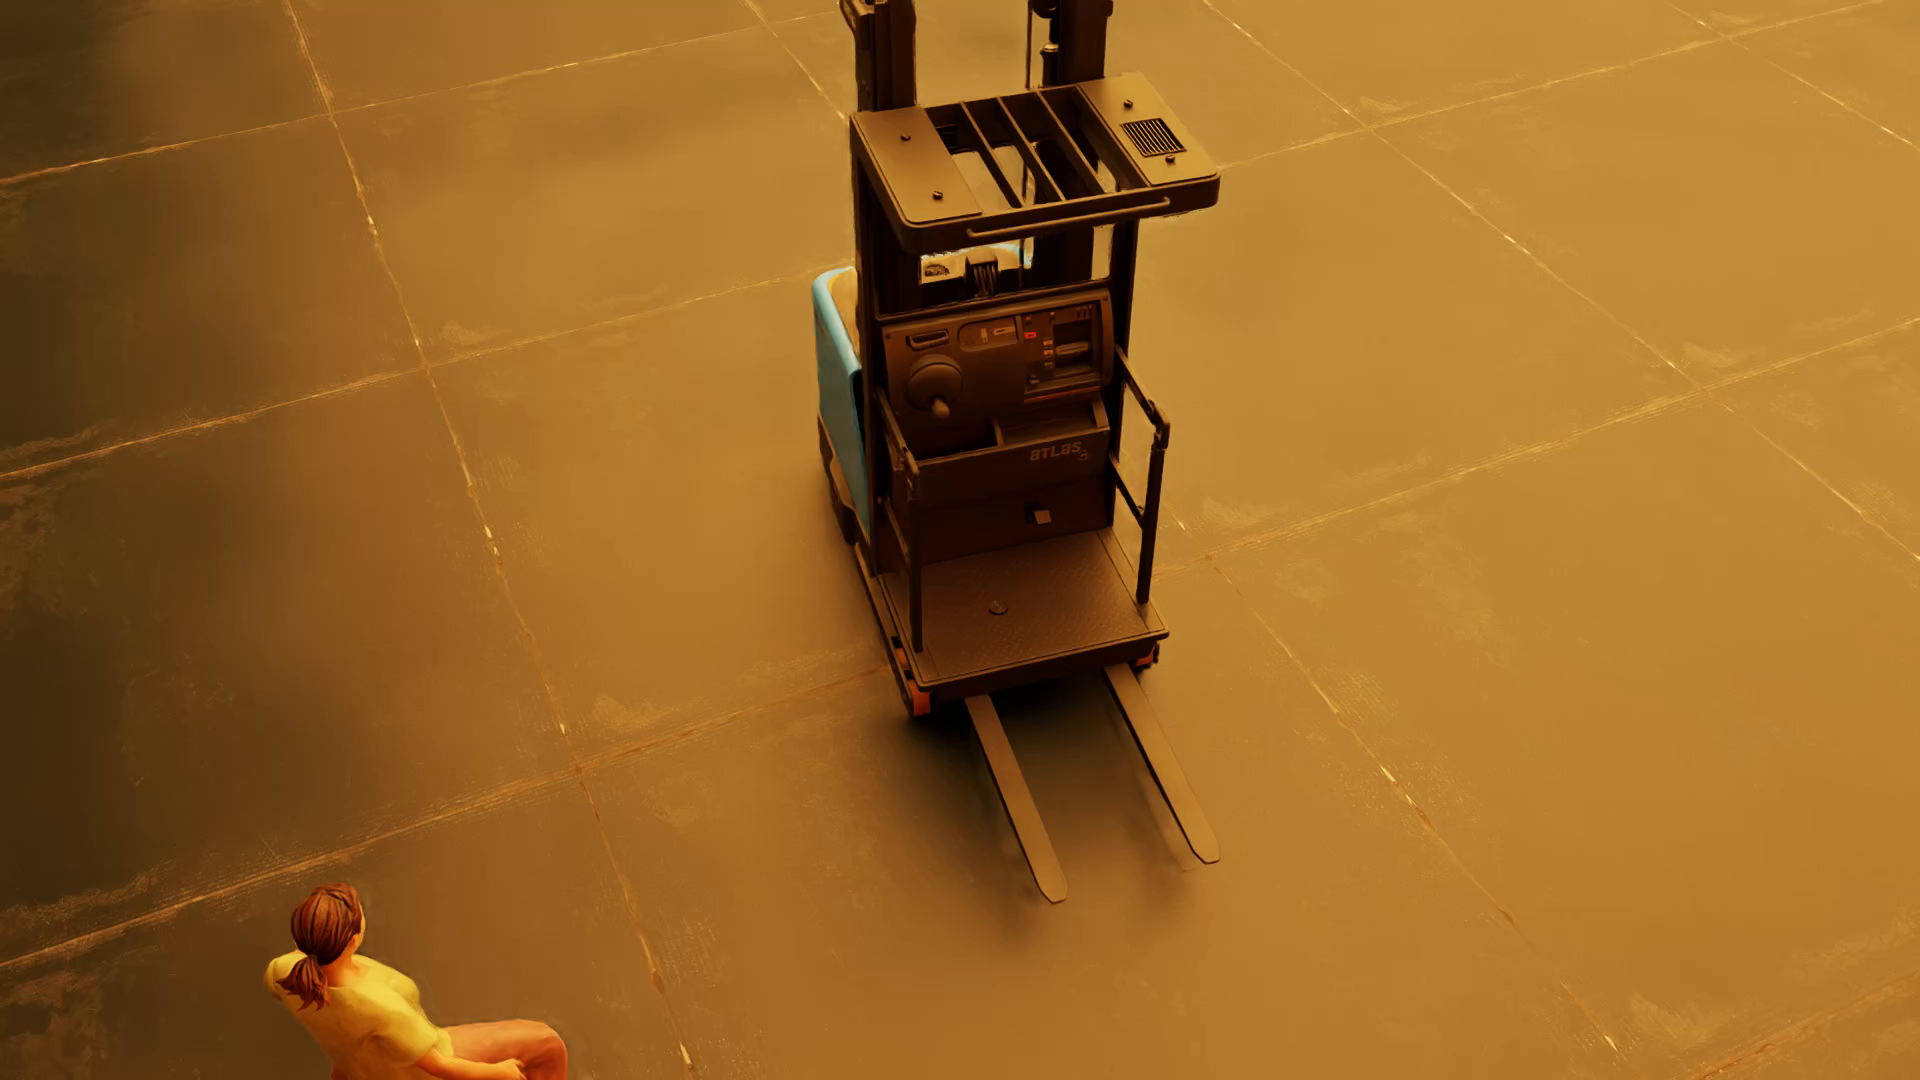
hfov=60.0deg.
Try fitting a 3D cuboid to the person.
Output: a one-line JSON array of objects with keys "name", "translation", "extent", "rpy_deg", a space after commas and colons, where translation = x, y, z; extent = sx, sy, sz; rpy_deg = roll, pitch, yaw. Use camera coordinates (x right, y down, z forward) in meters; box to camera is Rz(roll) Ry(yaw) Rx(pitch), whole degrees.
[{"name": "person", "translation": [-1.746, 1.537, 5.080], "extent": [0.873, 1.552, 0.681], "rpy_deg": [17, 46, 18]}]

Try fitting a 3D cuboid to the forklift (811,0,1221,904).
[{"name": "forklift", "translation": [0.220, -0.635, 6.360], "extent": [1.130, 2.935, 3.031], "rpy_deg": [-12, 44, -12]}]
